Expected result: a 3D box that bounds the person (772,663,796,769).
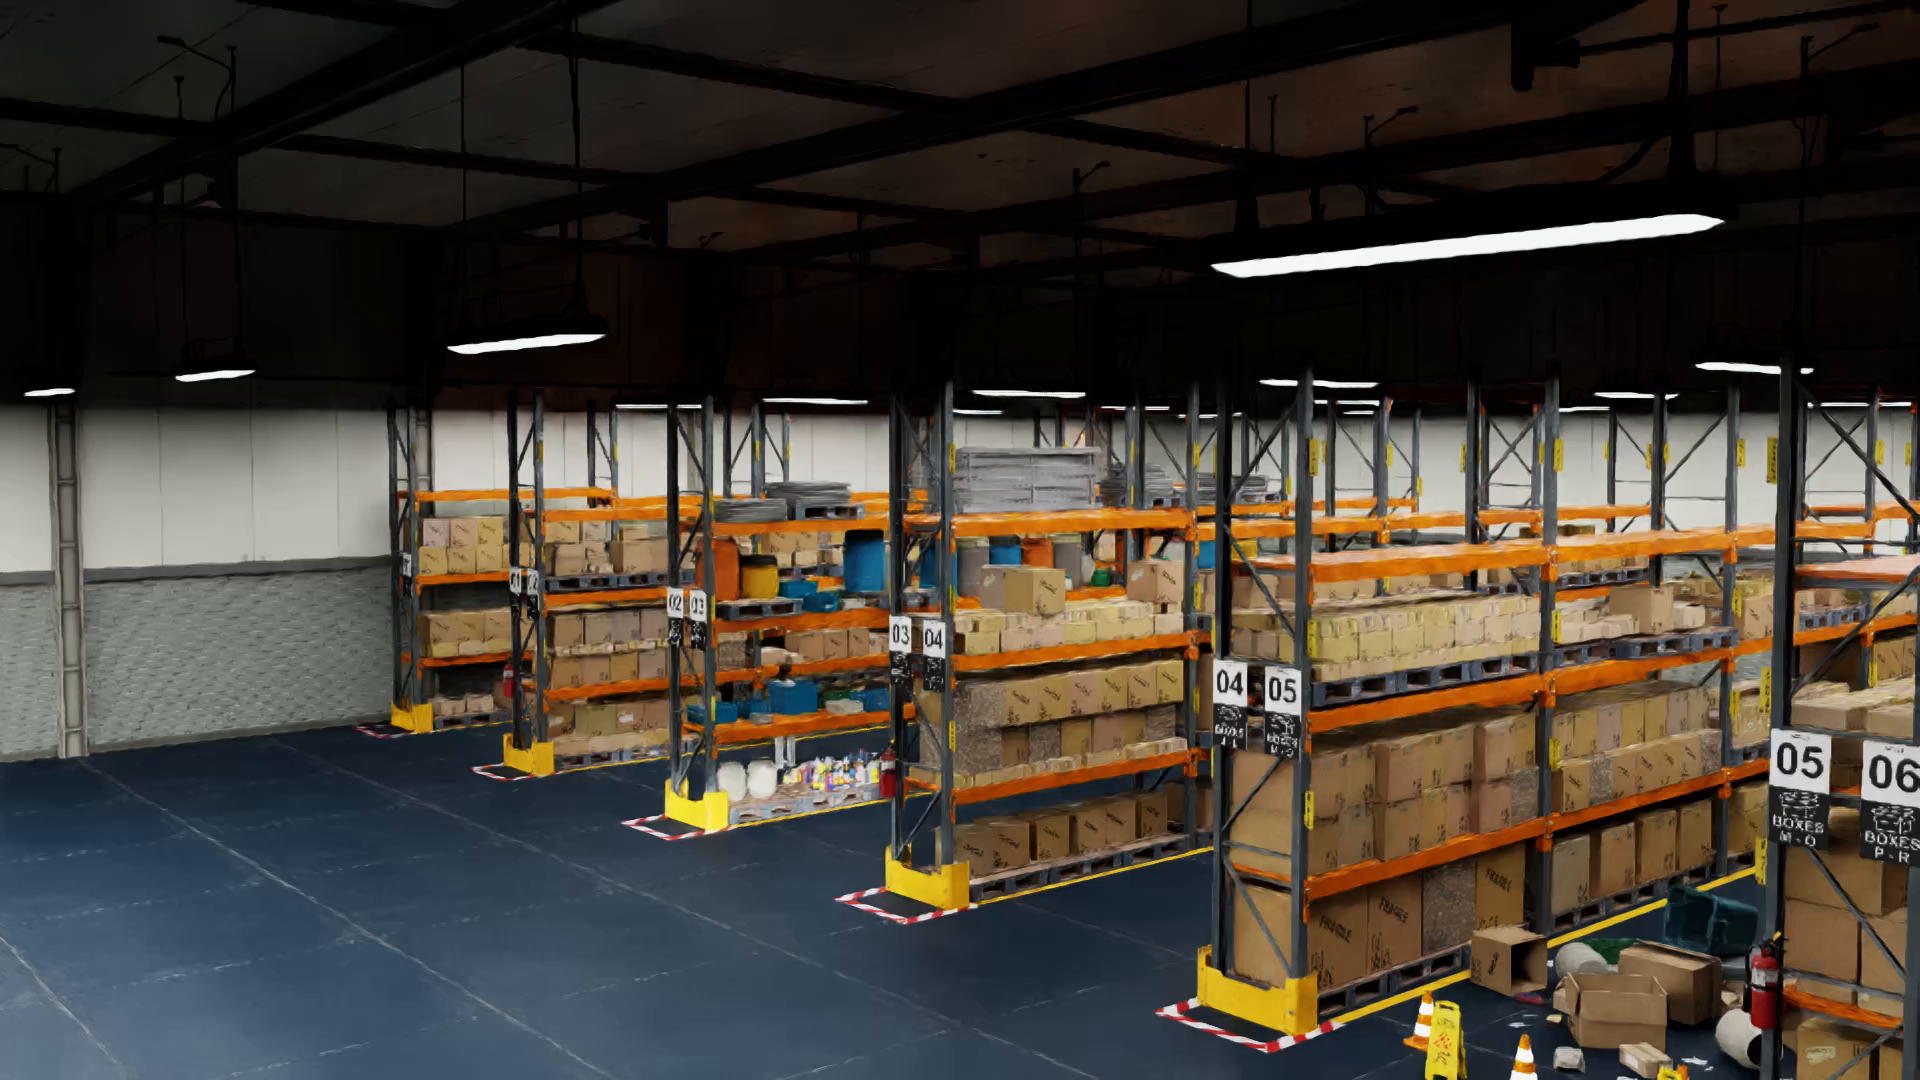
[{"bbox_3d":[-2.779,2.834,26.400,0.546,1.542,0.565,-1,3,-13],"label":"person"}]
